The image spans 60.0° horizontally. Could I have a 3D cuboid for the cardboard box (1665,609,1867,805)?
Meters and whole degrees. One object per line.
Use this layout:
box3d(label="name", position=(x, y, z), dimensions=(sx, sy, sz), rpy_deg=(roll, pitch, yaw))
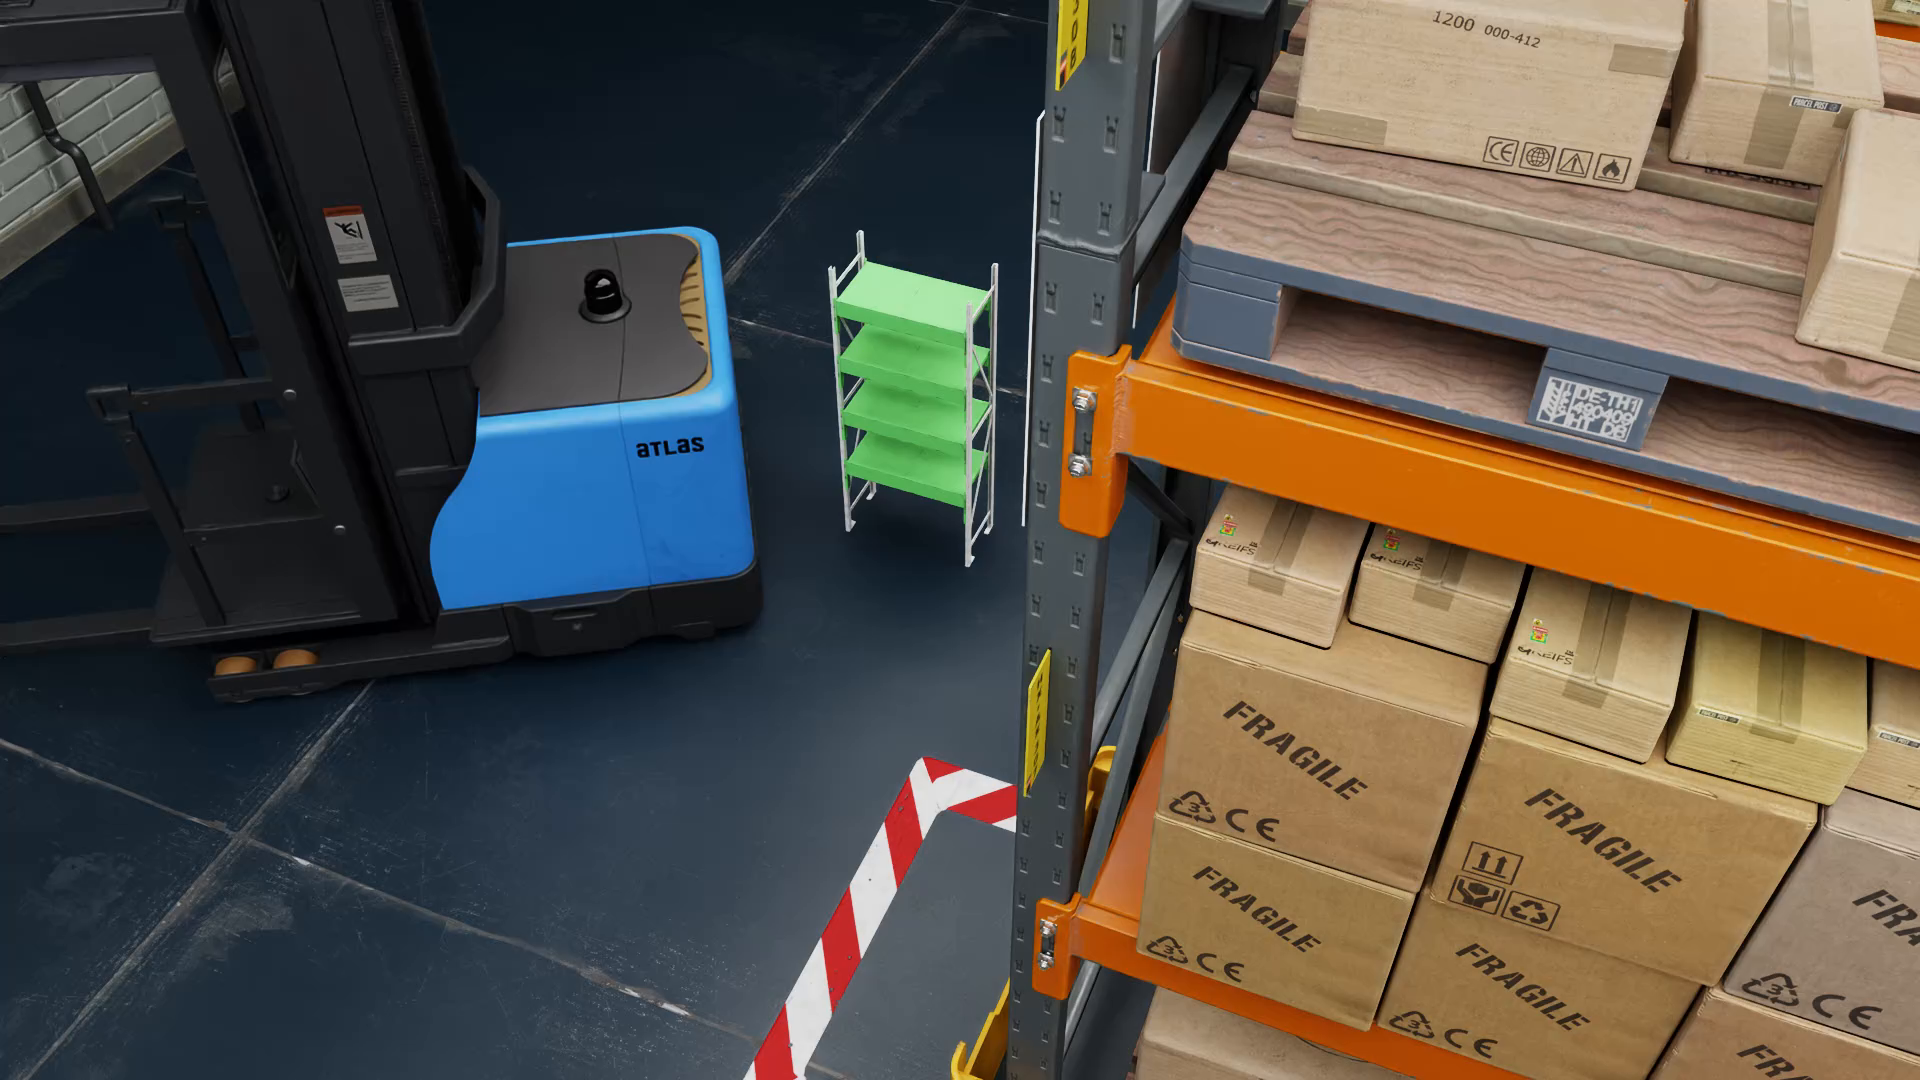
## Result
box3d(label="cardboard box", position=(1.299, 0.207, 2.675), dimensions=(0.250, 0.149, 0.380), rpy_deg=(15, 47, 15))

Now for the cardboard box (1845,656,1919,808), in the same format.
box3d(label="cardboard box", position=(1.561, 0.244, 2.638), dimensions=(0.250, 0.149, 0.380), rpy_deg=(17, 47, 16))

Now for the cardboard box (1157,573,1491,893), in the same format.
box3d(label="cardboard box", position=(0.696, 0.247, 3.096), dimensions=(0.500, 0.500, 0.500), rpy_deg=(15, 47, 15))

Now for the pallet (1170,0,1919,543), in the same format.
box3d(label="pallet", position=(1.051, -0.516, 2.579), dimensions=(1.213, 0.211, 1.003), rpy_deg=(16, 47, 16))

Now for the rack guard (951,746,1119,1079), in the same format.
box3d(label="rack guard", position=(0.341, 1.200, 4.689), dimensions=(0.348, 0.500, 1.175), rpy_deg=(16, 47, 16))

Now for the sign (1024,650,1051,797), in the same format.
box3d(label="sign", position=(0.143, 0.346, 3.106), dimensions=(0.005, 0.325, 0.100), rpy_deg=(16, 47, 16))

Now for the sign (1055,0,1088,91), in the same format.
box3d(label="sign", position=(0.143, -0.721, 2.045), dimensions=(0.005, 0.325, 0.100), rpy_deg=(16, 47, 16))

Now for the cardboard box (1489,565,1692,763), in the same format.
box3d(label="cardboard box", position=(1.049, 0.148, 2.735), dimensions=(0.250, 0.149, 0.380), rpy_deg=(18, 48, 17))

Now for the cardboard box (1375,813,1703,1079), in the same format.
box3d(label="cardboard box", position=(1.173, 0.722, 3.327), dimensions=(0.500, 0.500, 0.500), rpy_deg=(16, 47, 15))

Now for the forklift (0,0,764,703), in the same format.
box3d(label="forklift", position=(-2.263, -0.887, 5.063), dimensions=(3.031, 2.935, 1.130), rpy_deg=(-7, 45, -7))

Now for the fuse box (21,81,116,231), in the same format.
box3d(label="fuse box", position=(-3.907, -2.066, 7.113), dimensions=(0.414, 1.711, 0.539), rpy_deg=(16, 47, 16))

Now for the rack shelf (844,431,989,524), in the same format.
box3d(label="rack shelf", position=(-0.153, -0.255, 6.086), dimensions=(0.480, 0.148, 0.258), rpy_deg=(16, 47, 16))

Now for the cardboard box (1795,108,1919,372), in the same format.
box3d(label="cardboard box", position=(1.278, -0.393, 2.201), dimensions=(0.250, 0.149, 0.380), rpy_deg=(18, 48, 17))

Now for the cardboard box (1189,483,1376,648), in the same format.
box3d(label="cardboard box", position=(0.584, -0.022, 2.906), dimensions=(0.250, 0.149, 0.380), rpy_deg=(17, 47, 17))

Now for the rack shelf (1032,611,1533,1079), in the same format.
box3d(label="rack shelf", position=(2.209, 1.119, 3.509), dimensions=(4.000, 0.370, 1.077), rpy_deg=(16, 47, 16))

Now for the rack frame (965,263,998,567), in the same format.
box3d(label="rack frame", position=(0.072, -0.404, 5.805), dimensions=(0.015, 1.200, 0.240), rpy_deg=(16, 47, 16))

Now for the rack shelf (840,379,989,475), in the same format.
box3d(label="rack shelf", position=(-0.153, -0.425, 5.917), dimensions=(0.480, 0.148, 0.258), rpy_deg=(16, 47, 16))

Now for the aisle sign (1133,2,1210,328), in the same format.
box3d(label="aisle sign", position=(0.416, -0.822, 3.106), dimensions=(0.004, 0.787, 0.394), rpy_deg=(16, 47, 16))

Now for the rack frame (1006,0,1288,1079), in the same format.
box3d(label="rack frame", position=(0.363, 0.321, 3.801), dimensions=(0.127, 3.000, 1.000), rpy_deg=(16, 47, 16))

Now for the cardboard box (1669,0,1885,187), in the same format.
box3d(label="cardboard box", position=(1.230, -0.712, 2.522), dimensions=(0.250, 0.149, 0.380), rpy_deg=(13, 46, 13))

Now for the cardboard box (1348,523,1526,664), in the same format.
box3d(label="cardboard box", position=(0.853, 0.002, 2.881), dimensions=(0.250, 0.149, 0.380), rpy_deg=(17, 47, 17))

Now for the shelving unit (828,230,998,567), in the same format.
box3d(label="shelving unit", position=(-0.153, -0.470, 5.872), dimensions=(0.503, 1.200, 0.258), rpy_deg=(16, 47, 16))

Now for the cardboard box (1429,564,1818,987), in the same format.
box3d(label="cardboard box", position=(1.176, 0.382, 2.959), dimensions=(0.500, 0.500, 0.500), rpy_deg=(15, 47, 15))

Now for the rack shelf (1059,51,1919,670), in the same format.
box3d(label="rack shelf", position=(2.209, 0.056, 2.451), dimensions=(4.000, 0.370, 1.077), rpy_deg=(16, 47, 16))

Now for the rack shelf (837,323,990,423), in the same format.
box3d(label="rack shelf", position=(-0.153, -0.595, 5.748), dimensions=(0.480, 0.148, 0.258), rpy_deg=(16, 47, 16))

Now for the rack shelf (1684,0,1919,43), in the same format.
box3d(label="rack shelf", position=(4.116, -2.113, 6.757), dimensions=(4.000, 0.370, 1.077), rpy_deg=(16, 47, 16))

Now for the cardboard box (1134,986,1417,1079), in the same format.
box3d(label="cardboard box", position=(1.010, 1.194, 4.442), dimensions=(0.875, 0.438, 0.875), rpy_deg=(15, 47, 15))

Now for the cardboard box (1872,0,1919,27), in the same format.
box3d(label="cardboard box", position=(3.638, -2.172, 6.485), dimensions=(0.250, 0.149, 0.380), rpy_deg=(15, 47, 15))

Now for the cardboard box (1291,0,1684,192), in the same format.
box3d(label="cardboard box", position=(0.813, -0.810, 2.548), dimensions=(0.500, 0.250, 0.500), rpy_deg=(12, 46, 12))

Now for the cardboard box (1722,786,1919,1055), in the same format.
box3d(label="cardboard box", position=(1.654, 0.517, 2.824), dimensions=(0.500, 0.500, 0.500), rpy_deg=(16, 47, 16))

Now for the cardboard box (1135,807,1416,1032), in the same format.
box3d(label="cardboard box", position=(0.695, 0.603, 3.447), dimensions=(0.500, 0.500, 0.500), rpy_deg=(16, 47, 16))

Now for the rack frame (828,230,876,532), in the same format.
box3d(label="rack frame", position=(-0.378, -0.537, 5.939), dimensions=(0.015, 1.200, 0.240), rpy_deg=(16, 47, 16))

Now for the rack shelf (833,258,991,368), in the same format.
box3d(label="rack shelf", position=(-0.153, -0.765, 5.578), dimensions=(0.480, 0.148, 0.258), rpy_deg=(16, 47, 16))

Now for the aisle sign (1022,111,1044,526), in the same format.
box3d(label="aisle sign", position=(0.185, -0.431, 2.714), dimensions=(0.004, 0.787, 0.394), rpy_deg=(16, 47, 16))

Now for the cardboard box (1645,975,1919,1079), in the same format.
box3d(label="cardboard box", position=(1.635, 0.872, 3.176), dimensions=(0.500, 0.500, 0.500), rpy_deg=(16, 47, 16))

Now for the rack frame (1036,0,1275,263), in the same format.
box3d(label="rack frame", position=(0.363, -1.806, 1.685), dimensions=(0.127, 3.000, 1.000), rpy_deg=(16, 47, 16))

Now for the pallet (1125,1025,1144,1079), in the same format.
box3d(label="pallet", position=(1.131, 1.476, 4.617), dimensions=(1.213, 0.211, 1.003), rpy_deg=(16, 47, 16))
